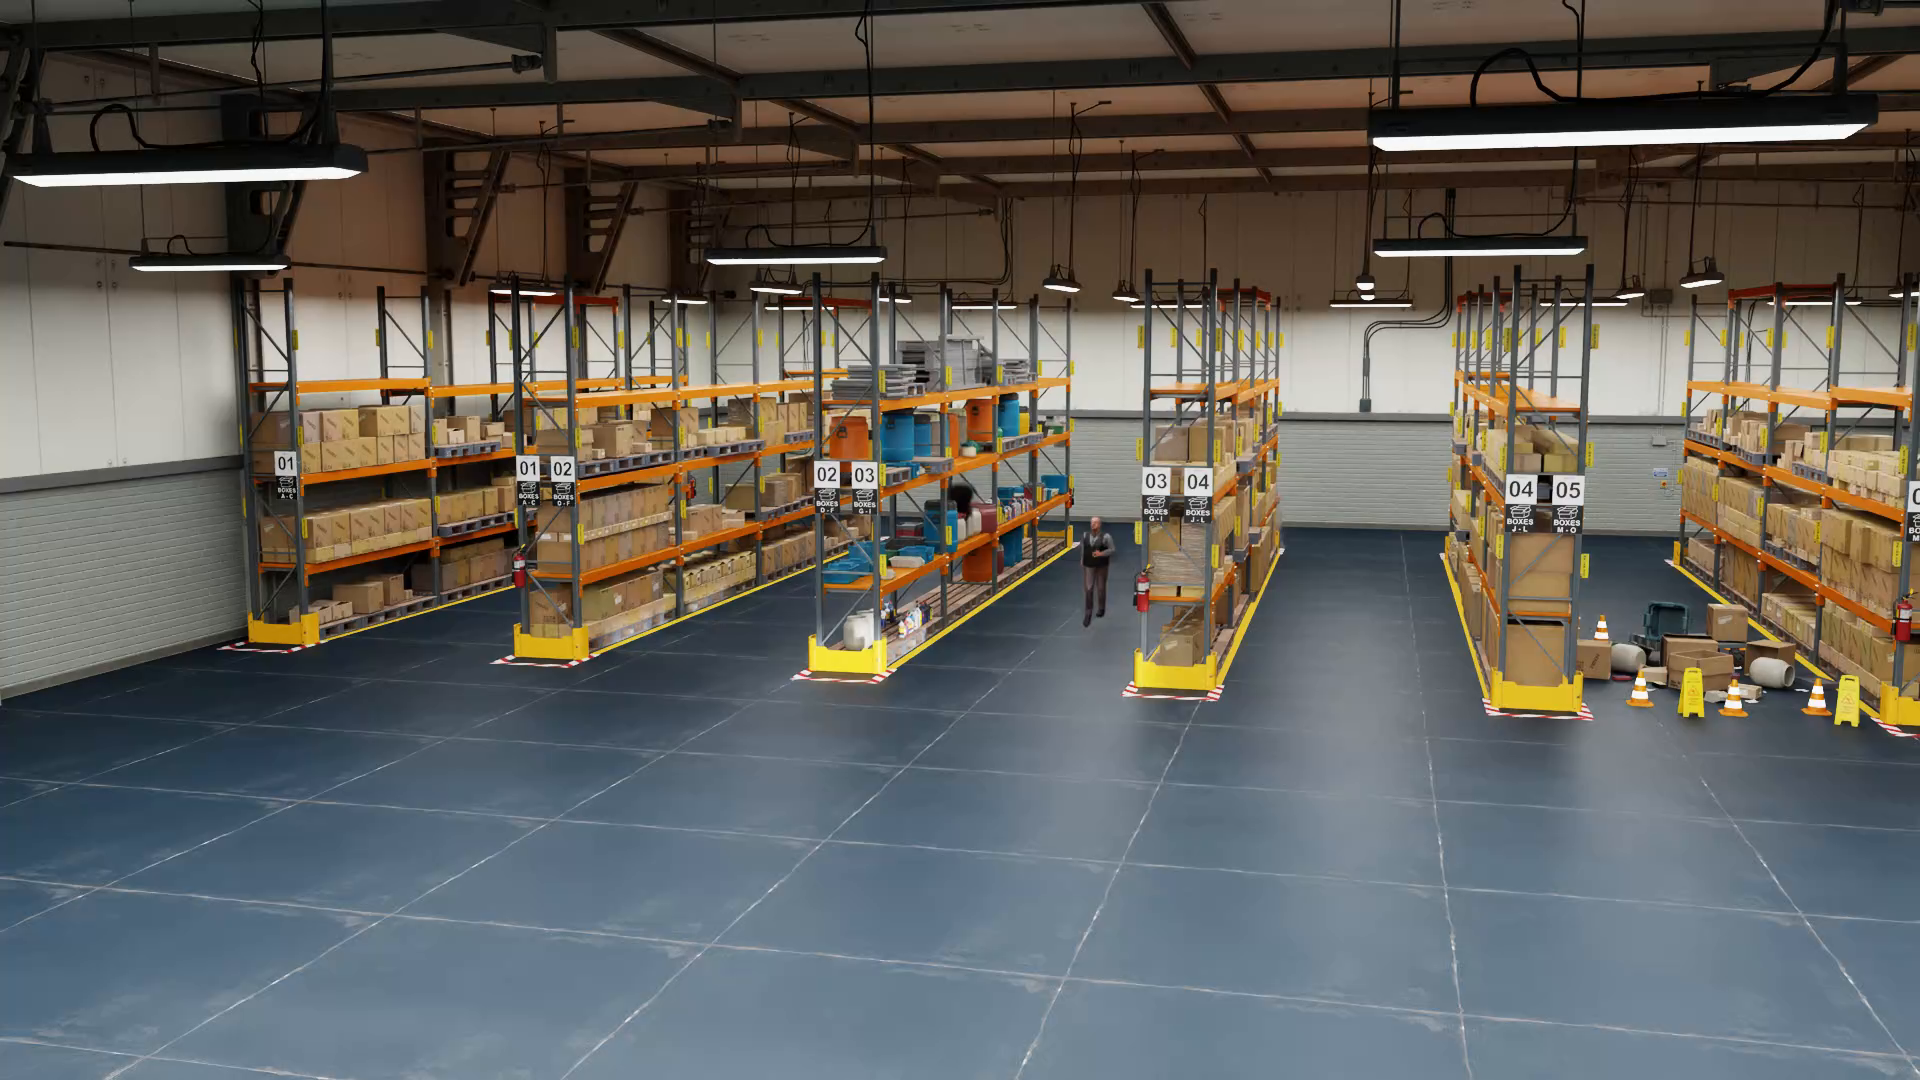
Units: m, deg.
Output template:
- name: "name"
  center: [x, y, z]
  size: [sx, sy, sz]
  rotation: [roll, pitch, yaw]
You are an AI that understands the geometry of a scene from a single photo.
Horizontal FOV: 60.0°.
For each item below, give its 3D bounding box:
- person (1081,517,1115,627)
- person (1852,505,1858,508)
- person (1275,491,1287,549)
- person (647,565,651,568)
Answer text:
- name: "person"
  center: [2.310, 0.526, 28.021]
  size: [0.637, 1.839, 0.729]
  rotation: [2, 7, 18]
- name: "person"
  center: [17.990, 0.142, 33.475]
  size: [0.543, 1.697, 0.900]
  rotation: [0, 7, -4]
- name: "person"
  center: [7.489, -0.673, 40.261]
  size: [0.835, 1.769, 0.657]
  rotation: [6, 9, 41]
- name: "person"
  center: [-6.312, 0.281, 33.279]
  size: [0.557, 1.548, 0.894]
  rotation: [2, 7, 16]
